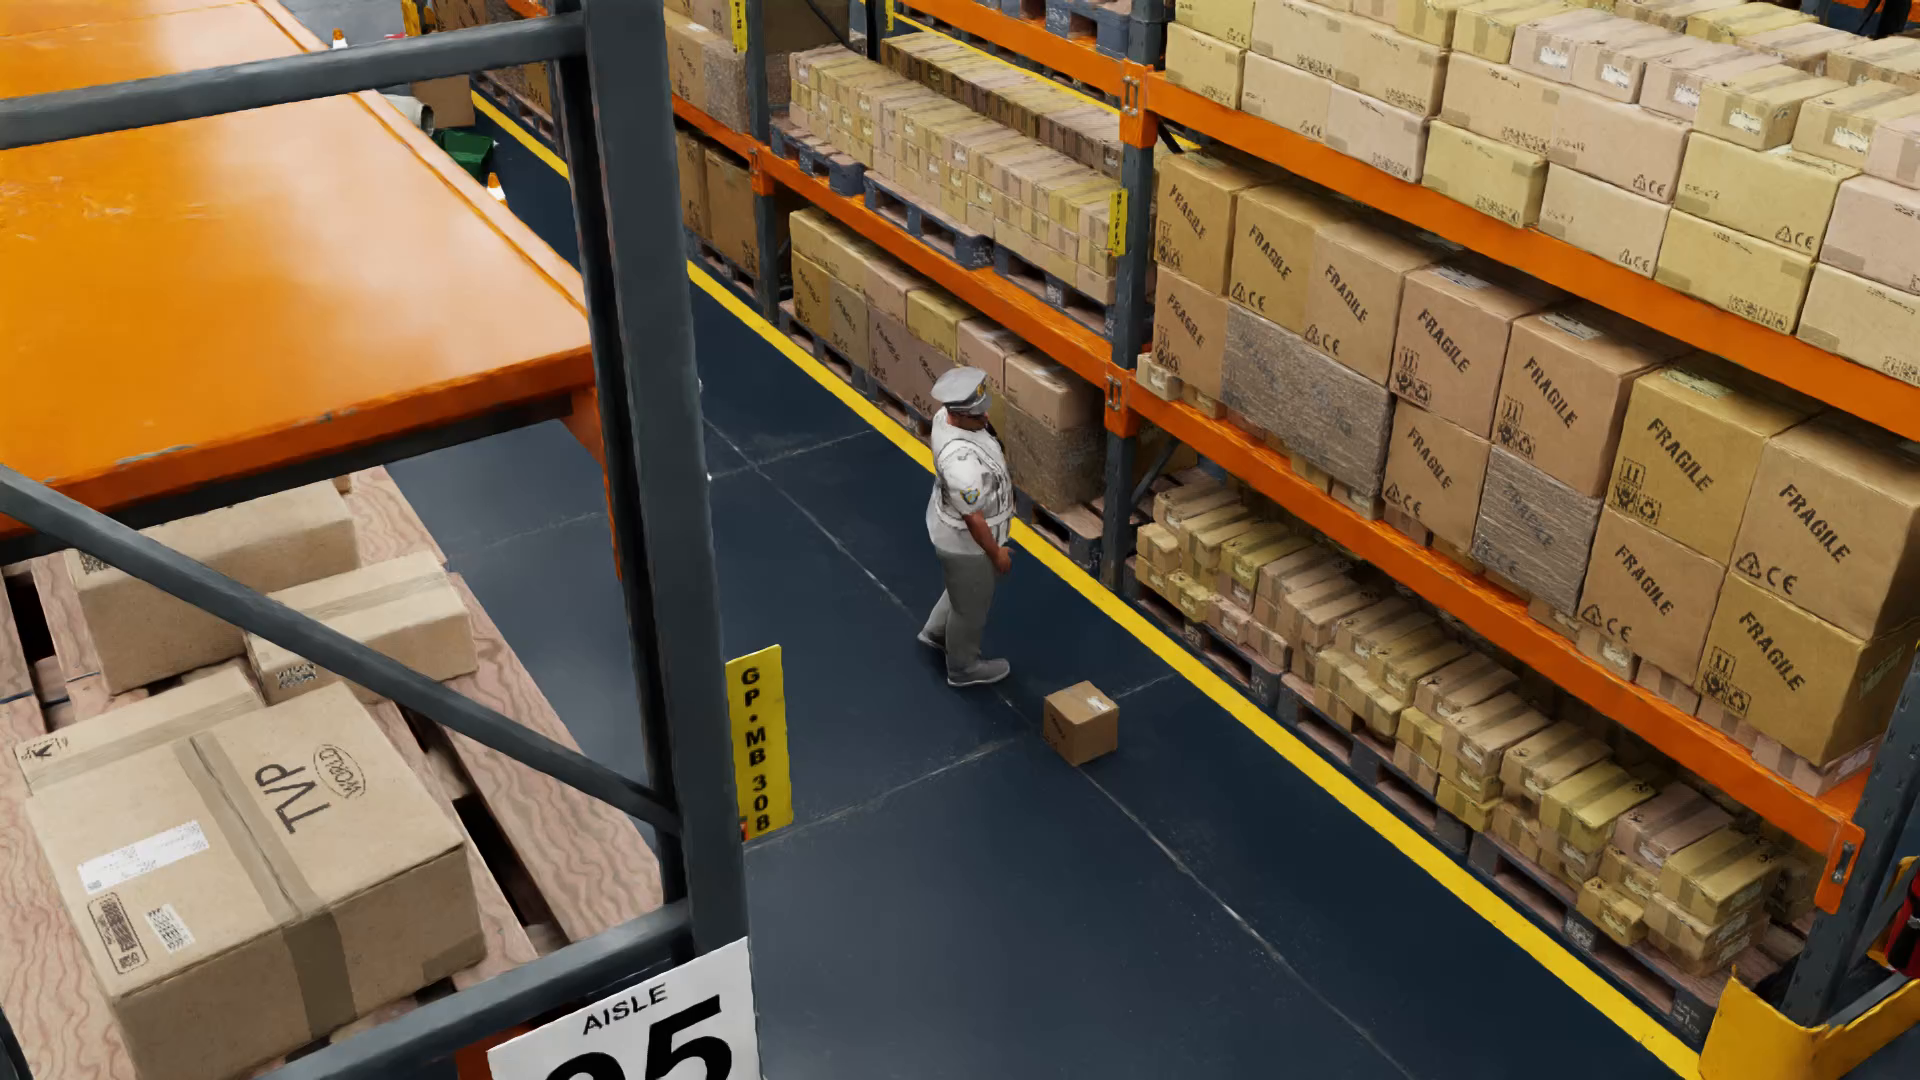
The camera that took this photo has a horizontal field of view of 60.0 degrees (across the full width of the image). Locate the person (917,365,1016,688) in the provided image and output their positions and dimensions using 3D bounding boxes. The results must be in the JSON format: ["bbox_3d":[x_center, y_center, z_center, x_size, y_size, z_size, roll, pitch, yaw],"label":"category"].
[{"bbox_3d":[0.031,-0.033,7.779,0.447,1.790,0.646,-4,33,-6],"label":"person"}]
